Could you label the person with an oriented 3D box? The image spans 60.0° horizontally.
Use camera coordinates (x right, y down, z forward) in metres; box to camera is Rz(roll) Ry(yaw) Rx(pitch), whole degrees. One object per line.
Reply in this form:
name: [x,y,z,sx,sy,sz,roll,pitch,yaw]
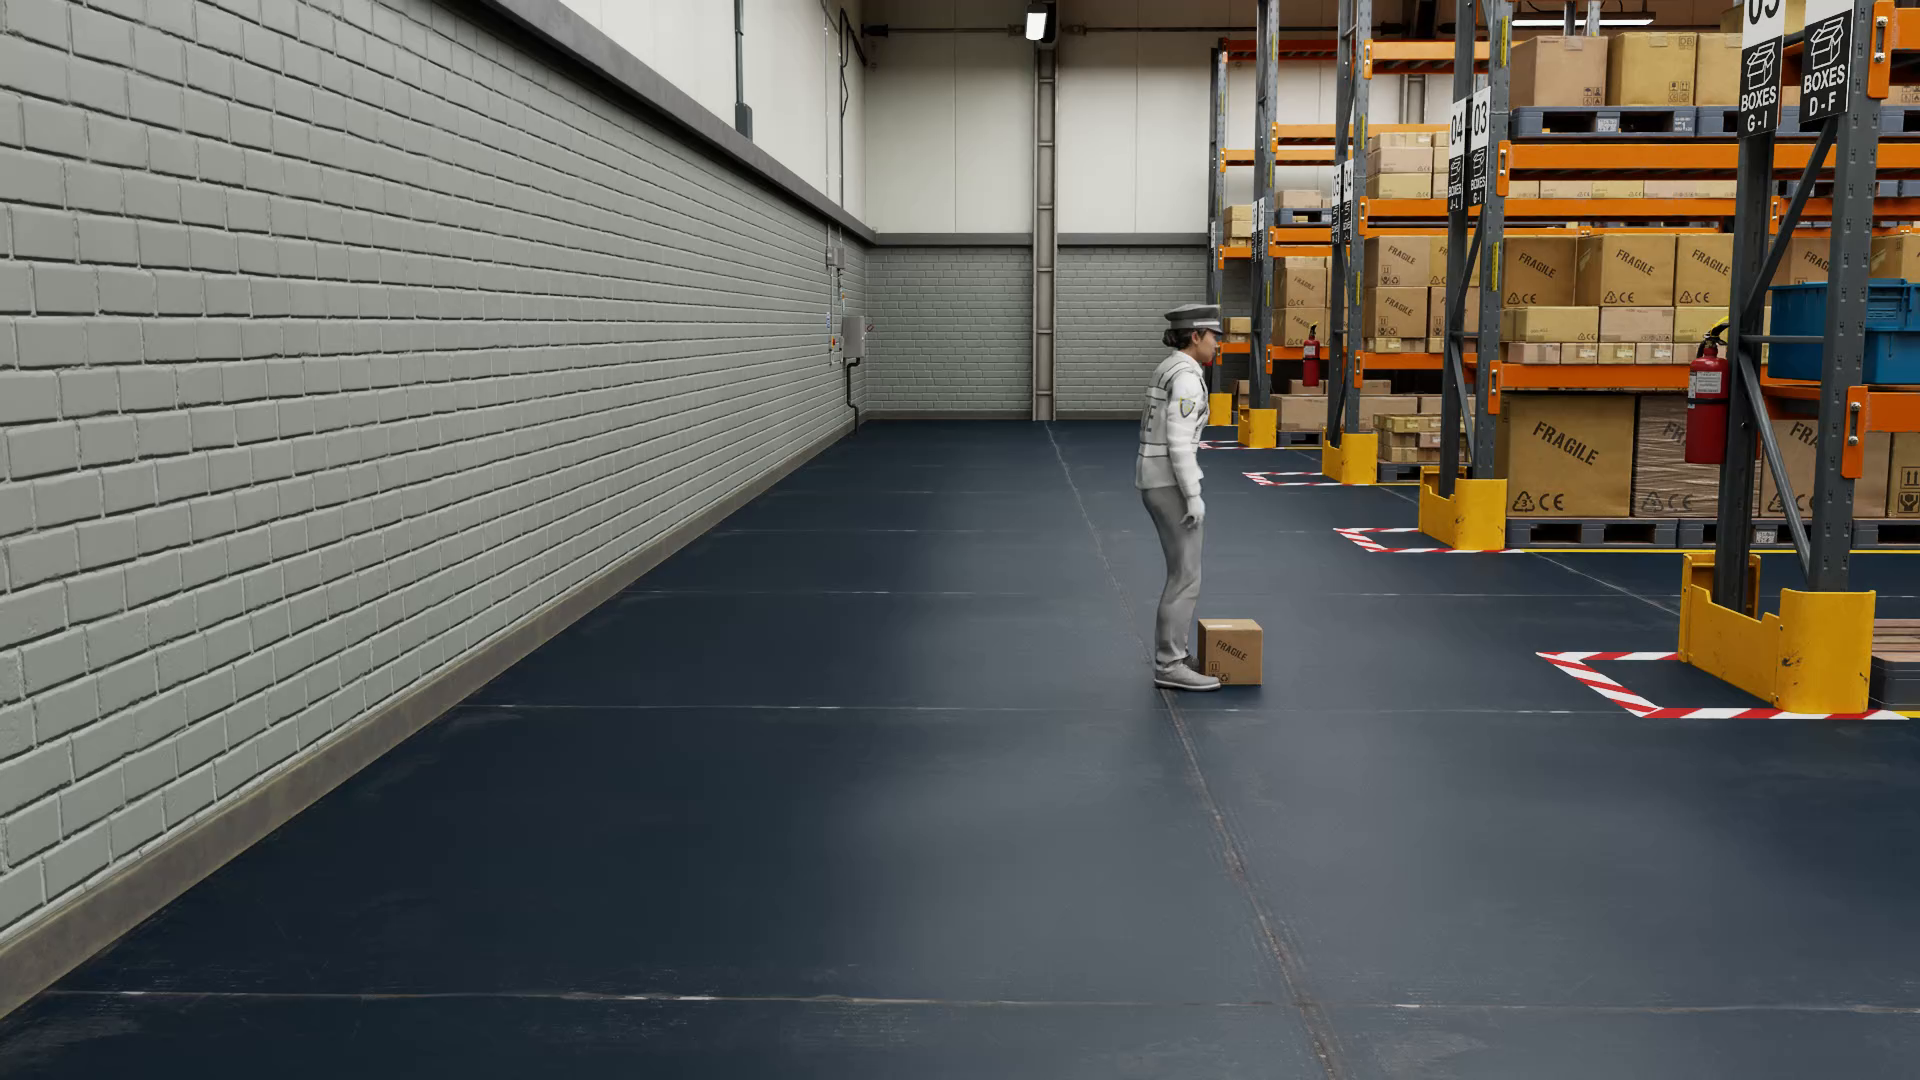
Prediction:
person: [0.981,-0.202,7.332,0.405,1.663,0.539,0,7,0]
